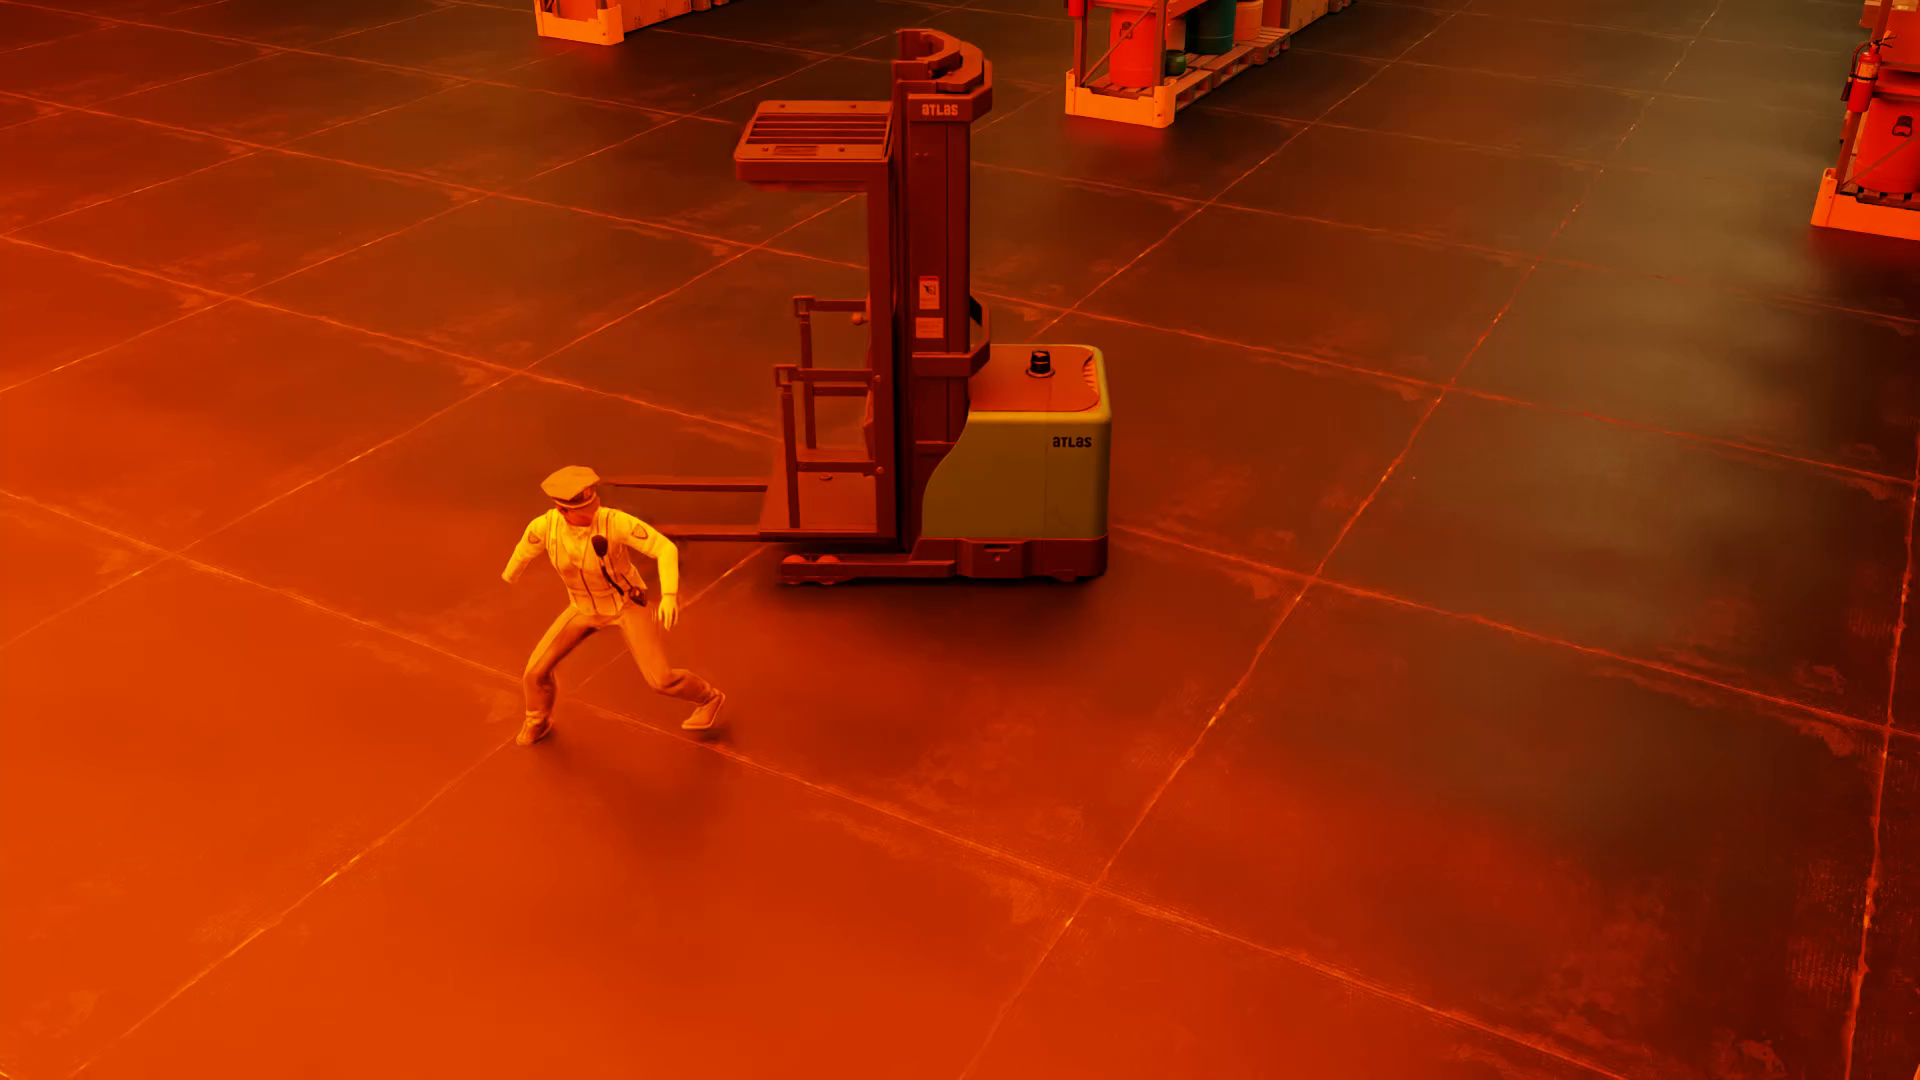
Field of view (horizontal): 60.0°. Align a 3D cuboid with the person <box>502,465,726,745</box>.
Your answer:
[{"bbox_3d":[-1.763,0.348,7.975,1.098,1.589,0.522,8,31,13],"label":"person"}]

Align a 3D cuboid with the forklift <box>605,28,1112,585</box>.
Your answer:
[{"bbox_3d":[-0.660,-1.275,9.280,3.031,2.935,1.130,0,30,1],"label":"forklift"}]
